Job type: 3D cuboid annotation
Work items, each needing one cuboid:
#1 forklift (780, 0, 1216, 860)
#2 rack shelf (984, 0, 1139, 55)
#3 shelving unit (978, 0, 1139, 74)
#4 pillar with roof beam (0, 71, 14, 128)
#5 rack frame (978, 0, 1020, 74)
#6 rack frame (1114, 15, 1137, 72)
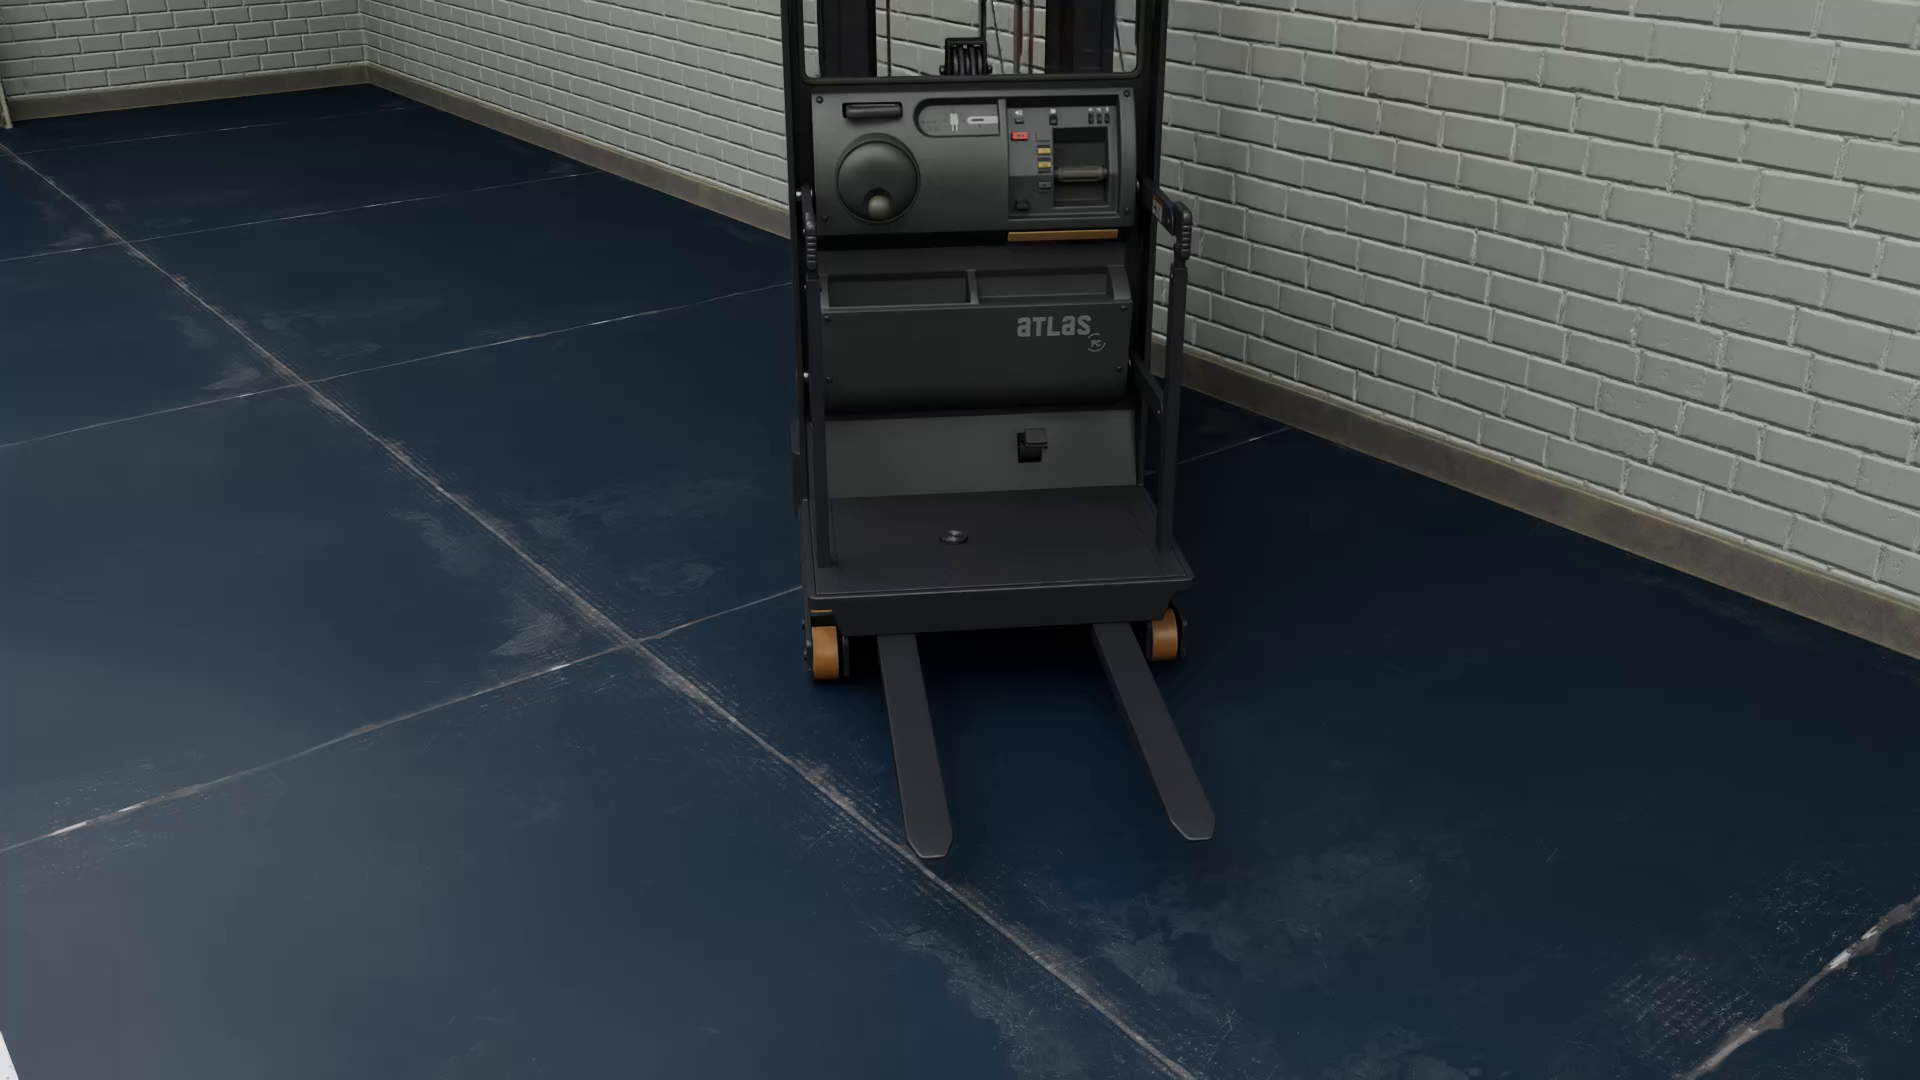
[{"bbox_3d":[0.070,-1.069,4.572,1.130,2.935,3.031,-3,25,-6],"label":"forklift"},{"bbox_3d":[0.371,-2.110,6.168,0.480,0.518,0.431,-9,26,-18],"label":"rack shelf"},{"bbox_3d":[0.374,-1.488,6.459,0.503,2.100,0.431,-9,26,-18],"label":"shelving unit"},{"bbox_3d":[-4.621,-5.717,7.380,0.400,9.000,9.100,-18,31,-34],"label":"pillar with roof beam"},{"bbox_3d":[0.144,-1.452,6.384,0.015,2.100,0.400,-9,26,-18],"label":"rack frame"},{"bbox_3d":[0.603,-1.524,6.533,0.015,2.100,0.400,-9,26,-18],"label":"rack frame"}]
